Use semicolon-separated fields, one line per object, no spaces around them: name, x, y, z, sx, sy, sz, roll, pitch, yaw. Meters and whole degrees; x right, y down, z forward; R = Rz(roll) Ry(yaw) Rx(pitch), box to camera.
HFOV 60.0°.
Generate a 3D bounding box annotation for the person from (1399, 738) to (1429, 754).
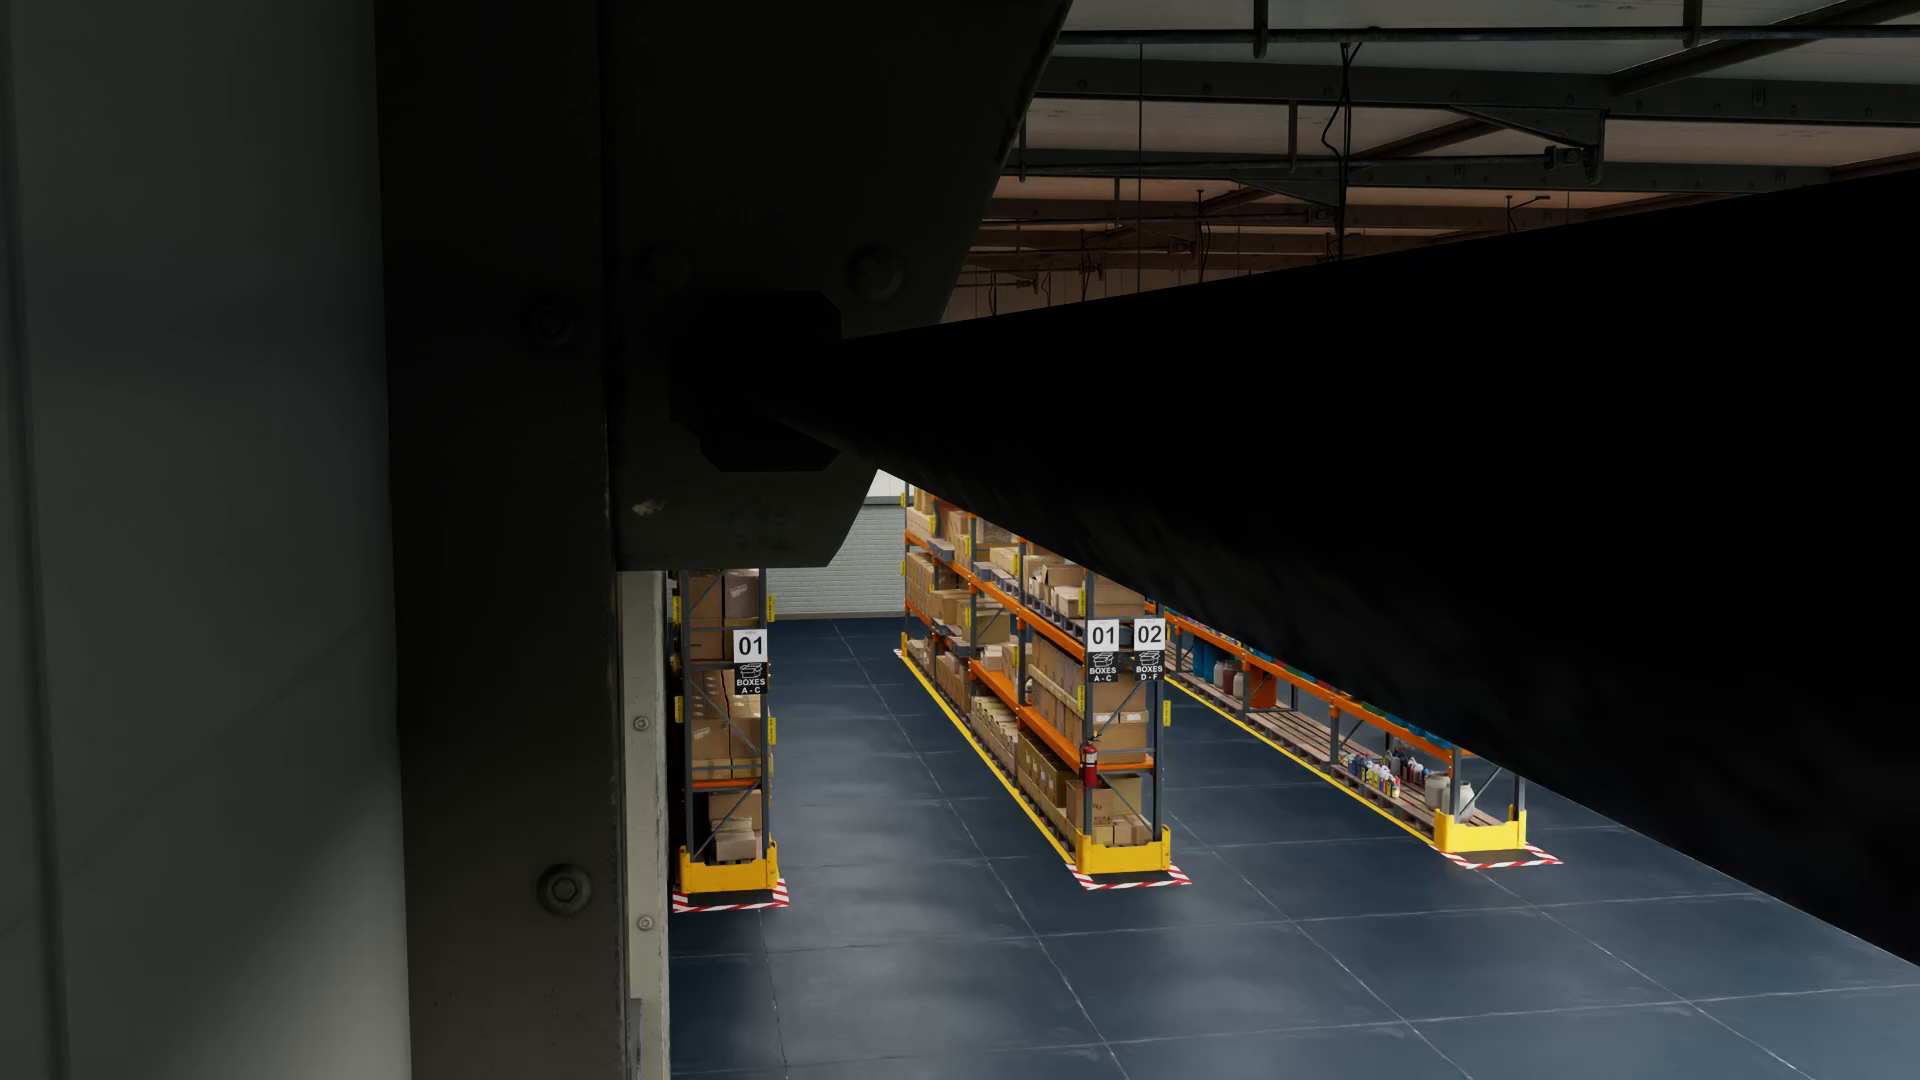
person;7.484;2.664;27.388;0.514;1.618;0.922;0;6;0
